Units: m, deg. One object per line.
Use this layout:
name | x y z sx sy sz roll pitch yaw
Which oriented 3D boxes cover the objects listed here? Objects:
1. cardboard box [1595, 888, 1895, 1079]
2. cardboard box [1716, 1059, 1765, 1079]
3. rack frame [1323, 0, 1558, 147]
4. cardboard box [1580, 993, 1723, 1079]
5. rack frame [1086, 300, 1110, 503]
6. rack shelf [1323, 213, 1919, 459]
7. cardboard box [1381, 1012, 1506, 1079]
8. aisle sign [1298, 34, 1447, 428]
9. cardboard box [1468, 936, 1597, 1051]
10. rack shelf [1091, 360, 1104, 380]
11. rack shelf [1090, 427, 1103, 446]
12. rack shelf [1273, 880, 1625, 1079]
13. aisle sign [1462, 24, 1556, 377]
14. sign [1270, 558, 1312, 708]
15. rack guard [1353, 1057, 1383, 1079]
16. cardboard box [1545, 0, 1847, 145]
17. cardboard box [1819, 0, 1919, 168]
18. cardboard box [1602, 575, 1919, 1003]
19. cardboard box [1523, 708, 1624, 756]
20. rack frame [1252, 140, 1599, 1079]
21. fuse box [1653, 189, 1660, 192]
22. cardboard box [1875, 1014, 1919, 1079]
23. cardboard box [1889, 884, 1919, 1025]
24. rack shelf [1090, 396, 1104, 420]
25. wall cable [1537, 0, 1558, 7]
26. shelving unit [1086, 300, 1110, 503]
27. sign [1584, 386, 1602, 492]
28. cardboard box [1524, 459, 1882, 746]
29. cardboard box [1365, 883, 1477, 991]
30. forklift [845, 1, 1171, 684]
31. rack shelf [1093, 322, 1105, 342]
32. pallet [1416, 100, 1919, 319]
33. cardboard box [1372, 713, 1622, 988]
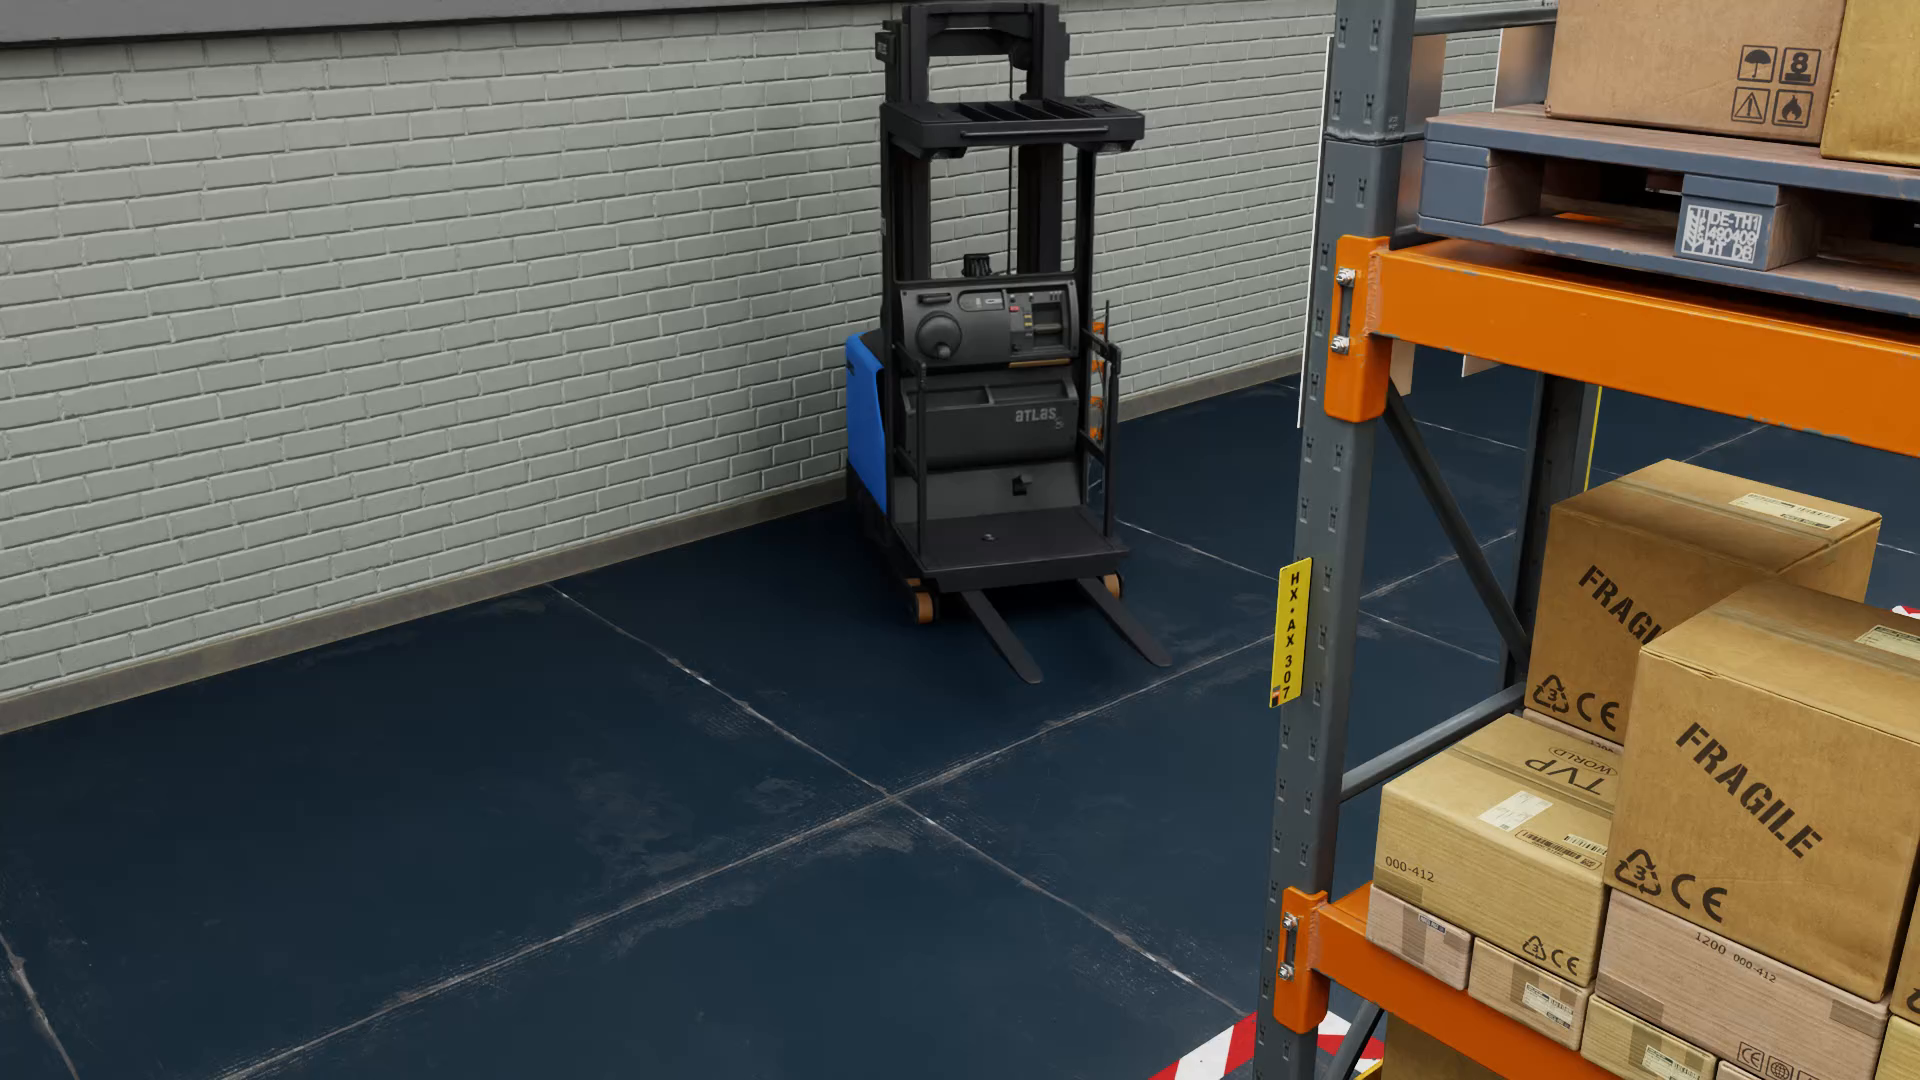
cardboard box | 1.586 0.780 3.177 0.500 0.250 0.500 -18 28 -38
cardboard box | 1.621 1.017 3.120 0.380 0.149 0.250 -18 28 -38
rack frame | 1.133 -2.283 2.975 1.000 3.000 0.127 -17 27 -37
cardboard box | 1.450 0.945 3.303 0.380 0.149 0.250 -18 28 -39
rack frame | 0.816 -0.821 9.935 0.015 1.200 0.240 12 24 28
rack shelf | 2.438 0.001 2.242 1.077 0.370 4.000 -17 27 -37
cardboard box | 1.611 1.462 3.977 0.875 0.875 0.875 -17 27 -37
aisle sign | 0.858 -0.649 3.463 0.394 0.787 0.004 -17 27 -37
cardboard box | 1.283 0.874 3.484 0.380 0.149 0.250 -18 28 -38
rack shelf | 0.605 -1.011 9.992 0.480 0.148 0.258 12 24 28
rack shelf | 0.605 -0.618 10.146 0.480 0.148 0.258 12 24 28
rack shelf | 2.438 1.397 2.789 1.077 0.370 4.000 -17 27 -37
aisle sign | 1.313 -0.792 3.828 0.394 0.787 0.004 -17 27 -37
sign | 0.708 0.200 3.564 0.100 0.325 0.005 -17 27 -37
rack guard | 1.117 1.667 4.542 1.175 0.500 0.348 -17 27 -37
cardboard box | 1.513 -1.044 3.075 0.700 0.500 0.500 -20 29 -41
cardboard box | 1.789 -0.860 2.604 0.700 0.500 0.500 -19 28 -39
cardboard box | 1.568 0.427 3.050 0.500 0.500 0.500 -18 28 -39
cardboard box | 1.650 0.512 3.862 0.500 0.250 0.500 -18 28 -38
rack frame | 1.133 0.510 4.069 1.000 3.000 0.127 -17 27 -37
fuse box | 6.628 -3.261 15.464 0.539 1.711 0.414 -17 27 -37
cardboard box | 1.911 0.920 2.820 0.500 0.250 0.500 -19 28 -39
cardboard box | 1.911 0.569 2.688 0.500 0.500 0.500 -18 28 -39
rack shelf | 0.605 -0.803 10.074 0.480 0.148 0.258 12 24 28
wall cable | 4.942 -3.889 13.865 0.585 1.953 0.123 -17 27 -37
shelving unit | 0.605 -0.866 10.049 0.503 1.200 0.258 12 24 28
sign | 1.553 -0.265 4.135 0.100 0.325 0.005 -17 27 -37
cardboard box | 1.650 0.164 3.721 0.500 0.500 0.500 -17 27 -37
cardboard box | 1.114 0.804 3.664 0.380 0.149 0.250 -17 27 -37
forklift | 0.215 -1.095 8.262 1.130 2.935 3.031 -6 22 -15
rack shelf | 0.605 -1.232 9.906 0.480 0.148 0.258 12 24 28
pallet | 1.625 -0.643 3.021 1.003 0.211 1.213 -17 27 -37
cardboard box | 1.241 0.638 3.539 0.500 0.250 0.500 -18 28 -39
